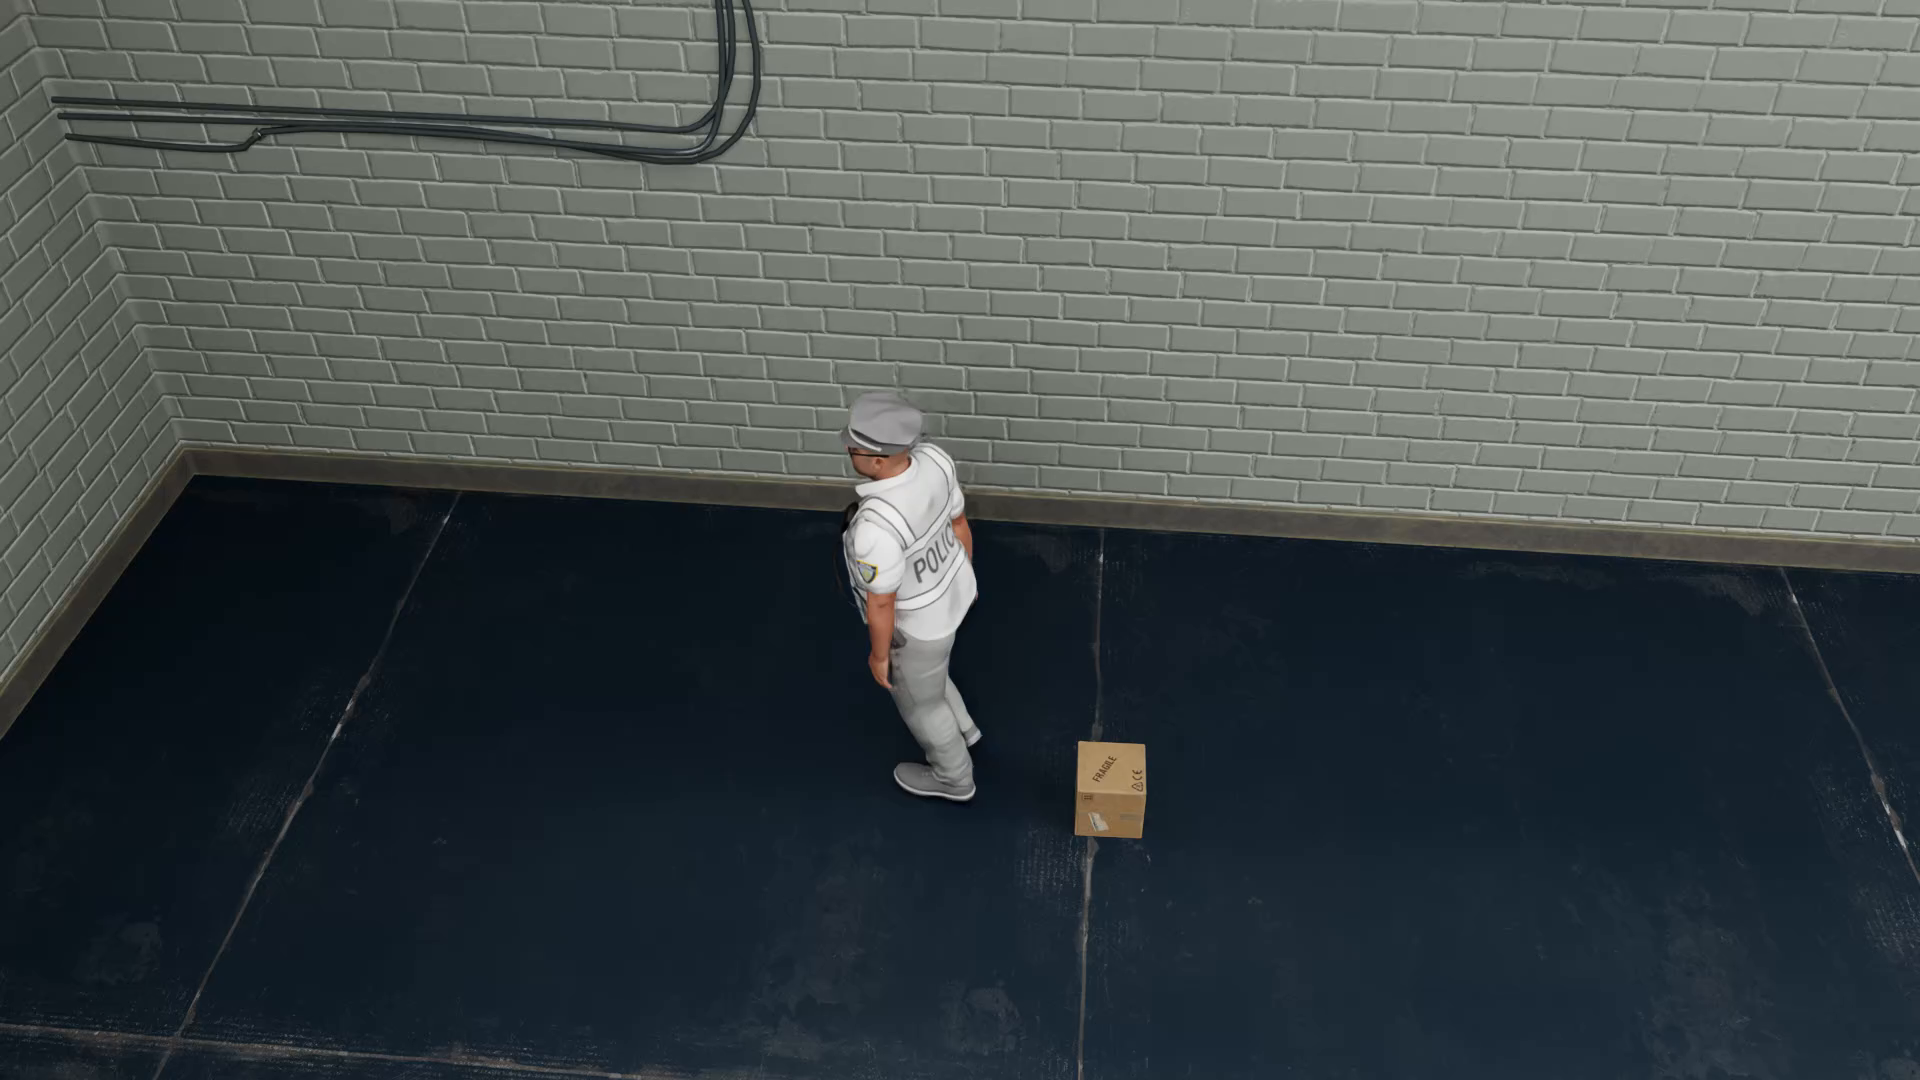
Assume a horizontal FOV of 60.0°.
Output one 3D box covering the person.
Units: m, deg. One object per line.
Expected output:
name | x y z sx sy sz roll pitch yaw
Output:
person | -0.166 0.240 5.831 0.478 1.746 0.575 14 42 16
